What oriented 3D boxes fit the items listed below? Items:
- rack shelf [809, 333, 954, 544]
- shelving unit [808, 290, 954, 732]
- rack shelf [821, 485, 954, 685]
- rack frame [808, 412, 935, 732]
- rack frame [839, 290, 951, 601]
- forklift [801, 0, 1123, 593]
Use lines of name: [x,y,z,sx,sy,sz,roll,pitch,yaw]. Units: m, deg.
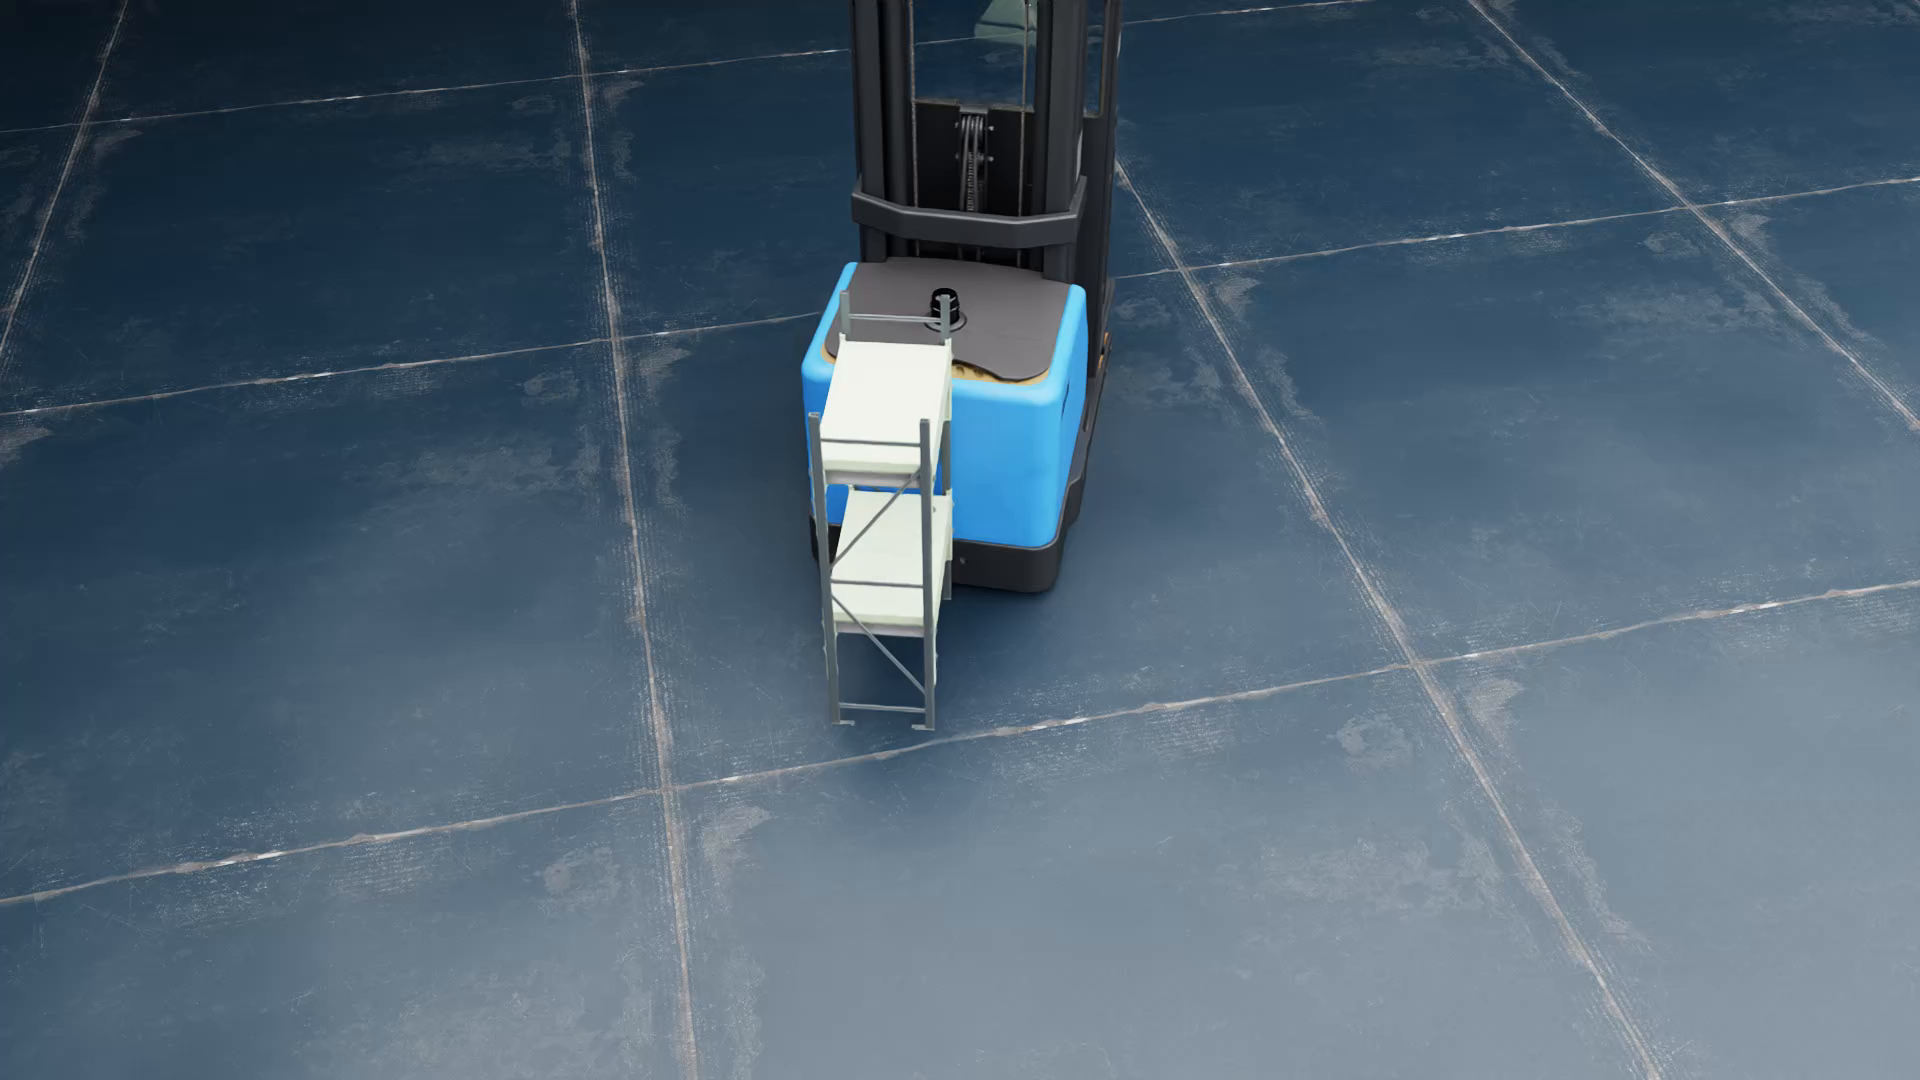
rack shelf: [-0.267,-0.374,5.954,0.431,0.370,0.720,3,42,4]
shelving unit: [-0.267,-0.082,6.213,0.431,1.500,0.755,3,42,4]
rack shelf: [-0.267,0.162,6.429,0.431,0.370,0.720,3,42,4]
rack frame: [-0.298,0.160,5.940,0.400,1.500,0.023,3,42,4]
rack frame: [-0.236,-0.324,6.485,0.400,1.500,0.023,3,42,4]
forklift: [0.145,-1.864,7.142,1.130,2.935,3.031,7,42,8]
